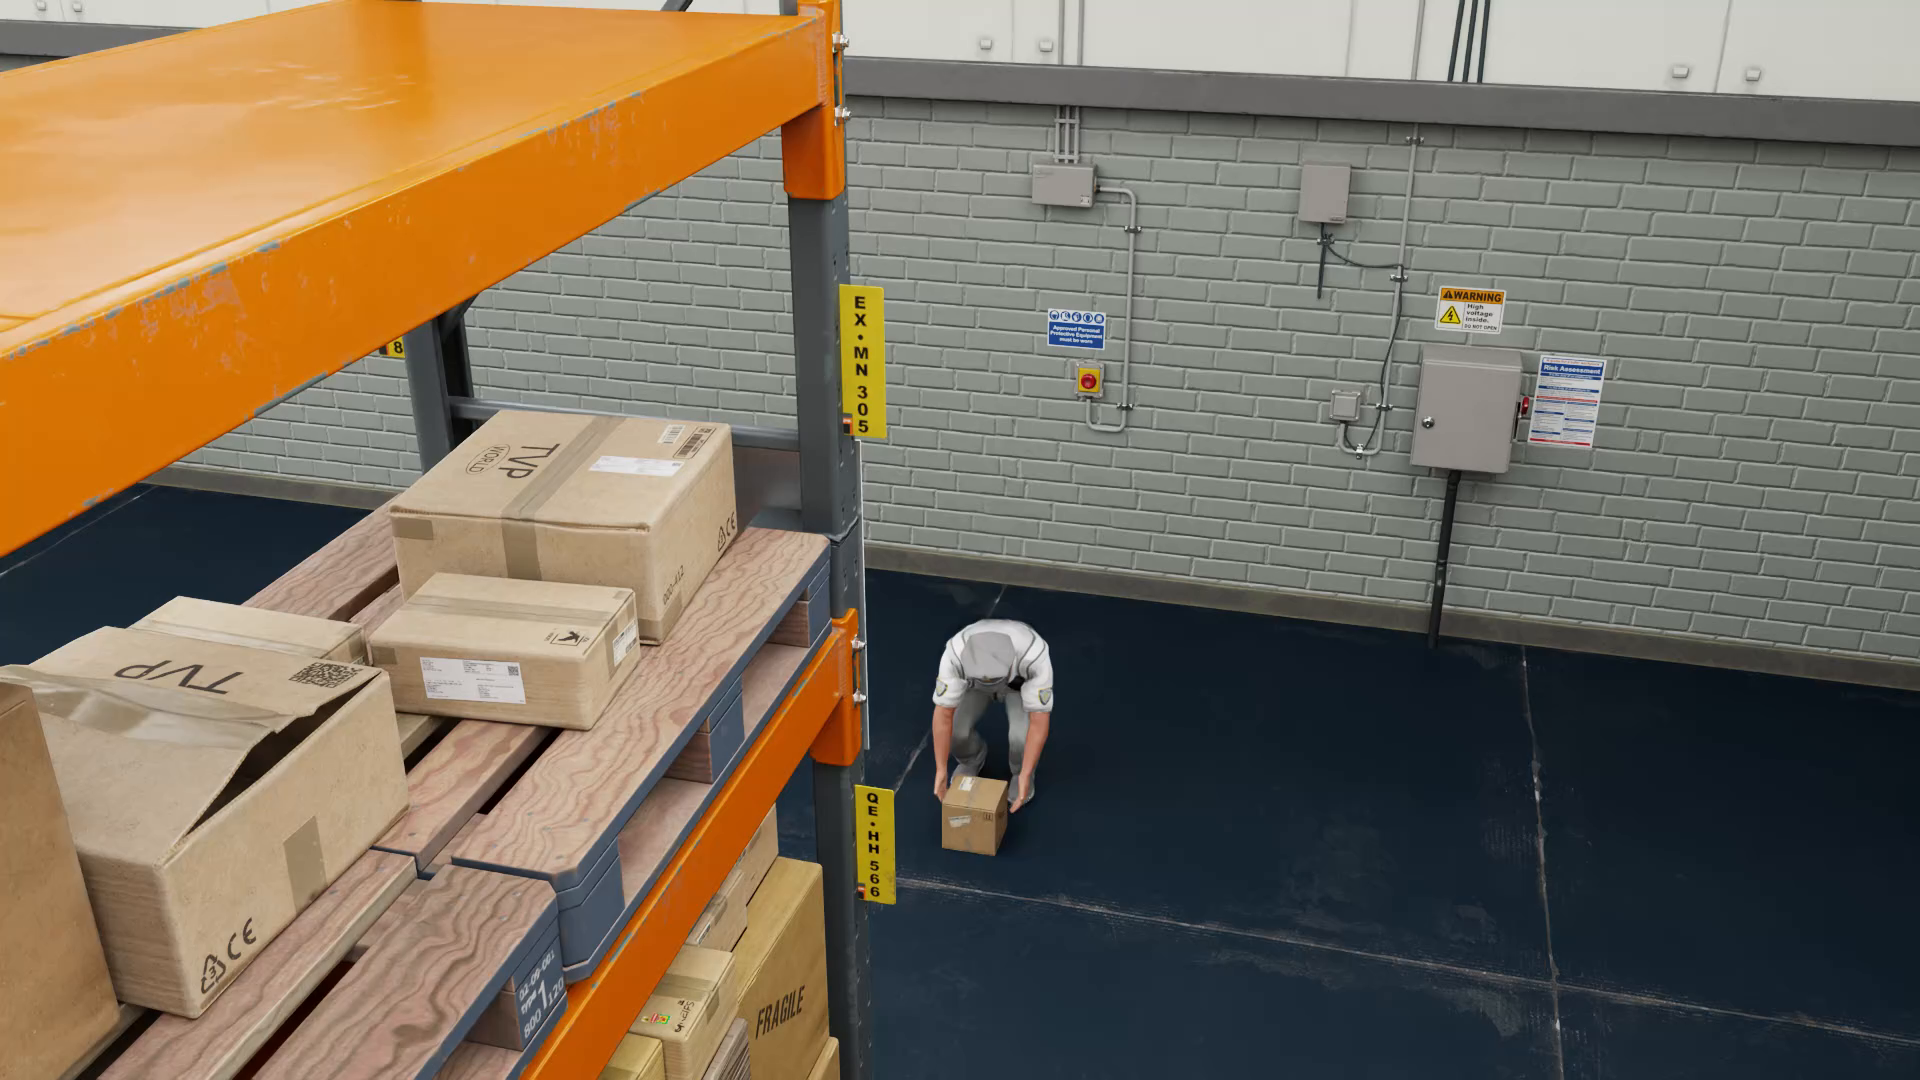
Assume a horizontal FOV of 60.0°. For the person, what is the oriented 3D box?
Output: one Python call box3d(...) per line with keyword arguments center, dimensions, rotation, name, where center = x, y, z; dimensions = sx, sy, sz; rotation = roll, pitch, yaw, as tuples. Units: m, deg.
box3d(center=(0.182, 0.763, 7.806), dimensions=(0.571, 1.052, 0.938), rotation=(6, 26, 13), name="person")
